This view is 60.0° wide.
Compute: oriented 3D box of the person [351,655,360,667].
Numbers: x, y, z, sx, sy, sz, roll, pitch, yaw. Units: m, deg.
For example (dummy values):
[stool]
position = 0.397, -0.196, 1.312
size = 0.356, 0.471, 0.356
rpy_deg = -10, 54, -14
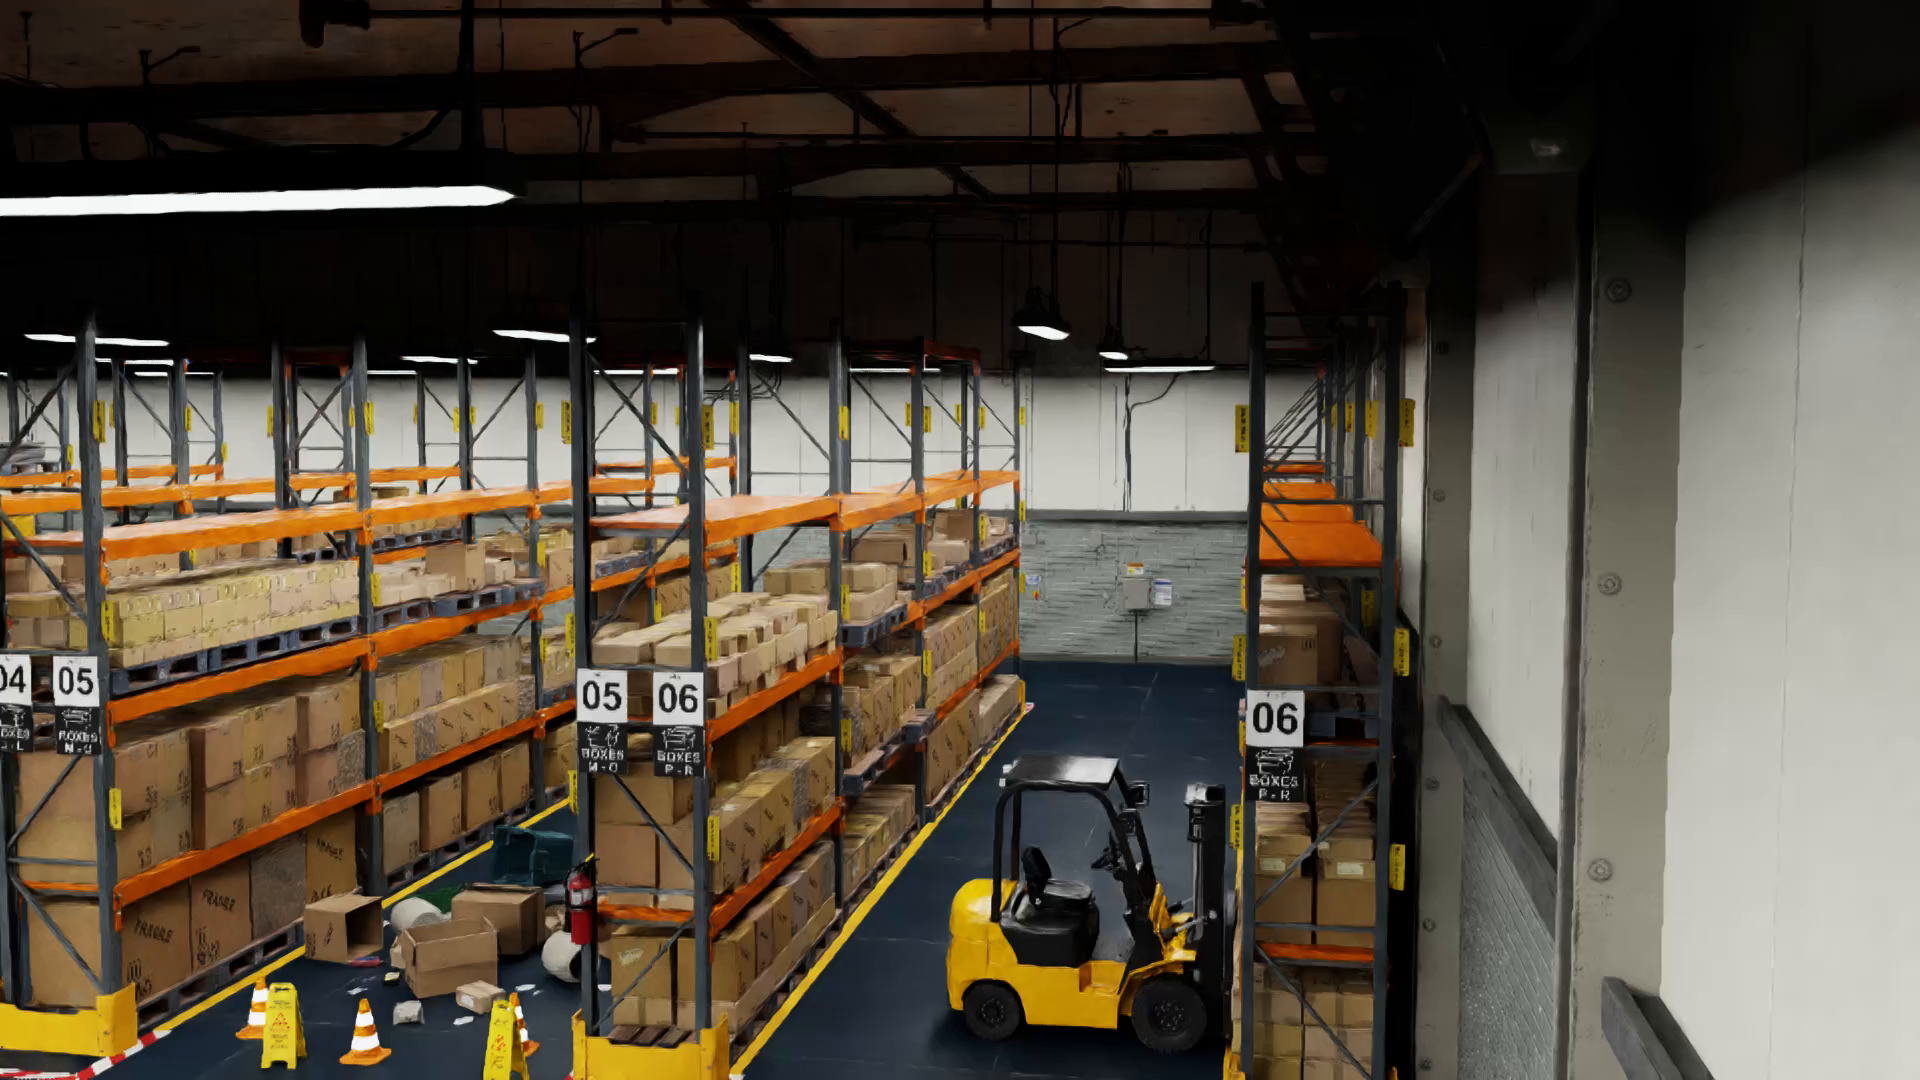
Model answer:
[person]
position = -8.536, 2.381, 23.768
size = 0.569, 1.718, 0.628
rpy_deg = 4, 6, 41
